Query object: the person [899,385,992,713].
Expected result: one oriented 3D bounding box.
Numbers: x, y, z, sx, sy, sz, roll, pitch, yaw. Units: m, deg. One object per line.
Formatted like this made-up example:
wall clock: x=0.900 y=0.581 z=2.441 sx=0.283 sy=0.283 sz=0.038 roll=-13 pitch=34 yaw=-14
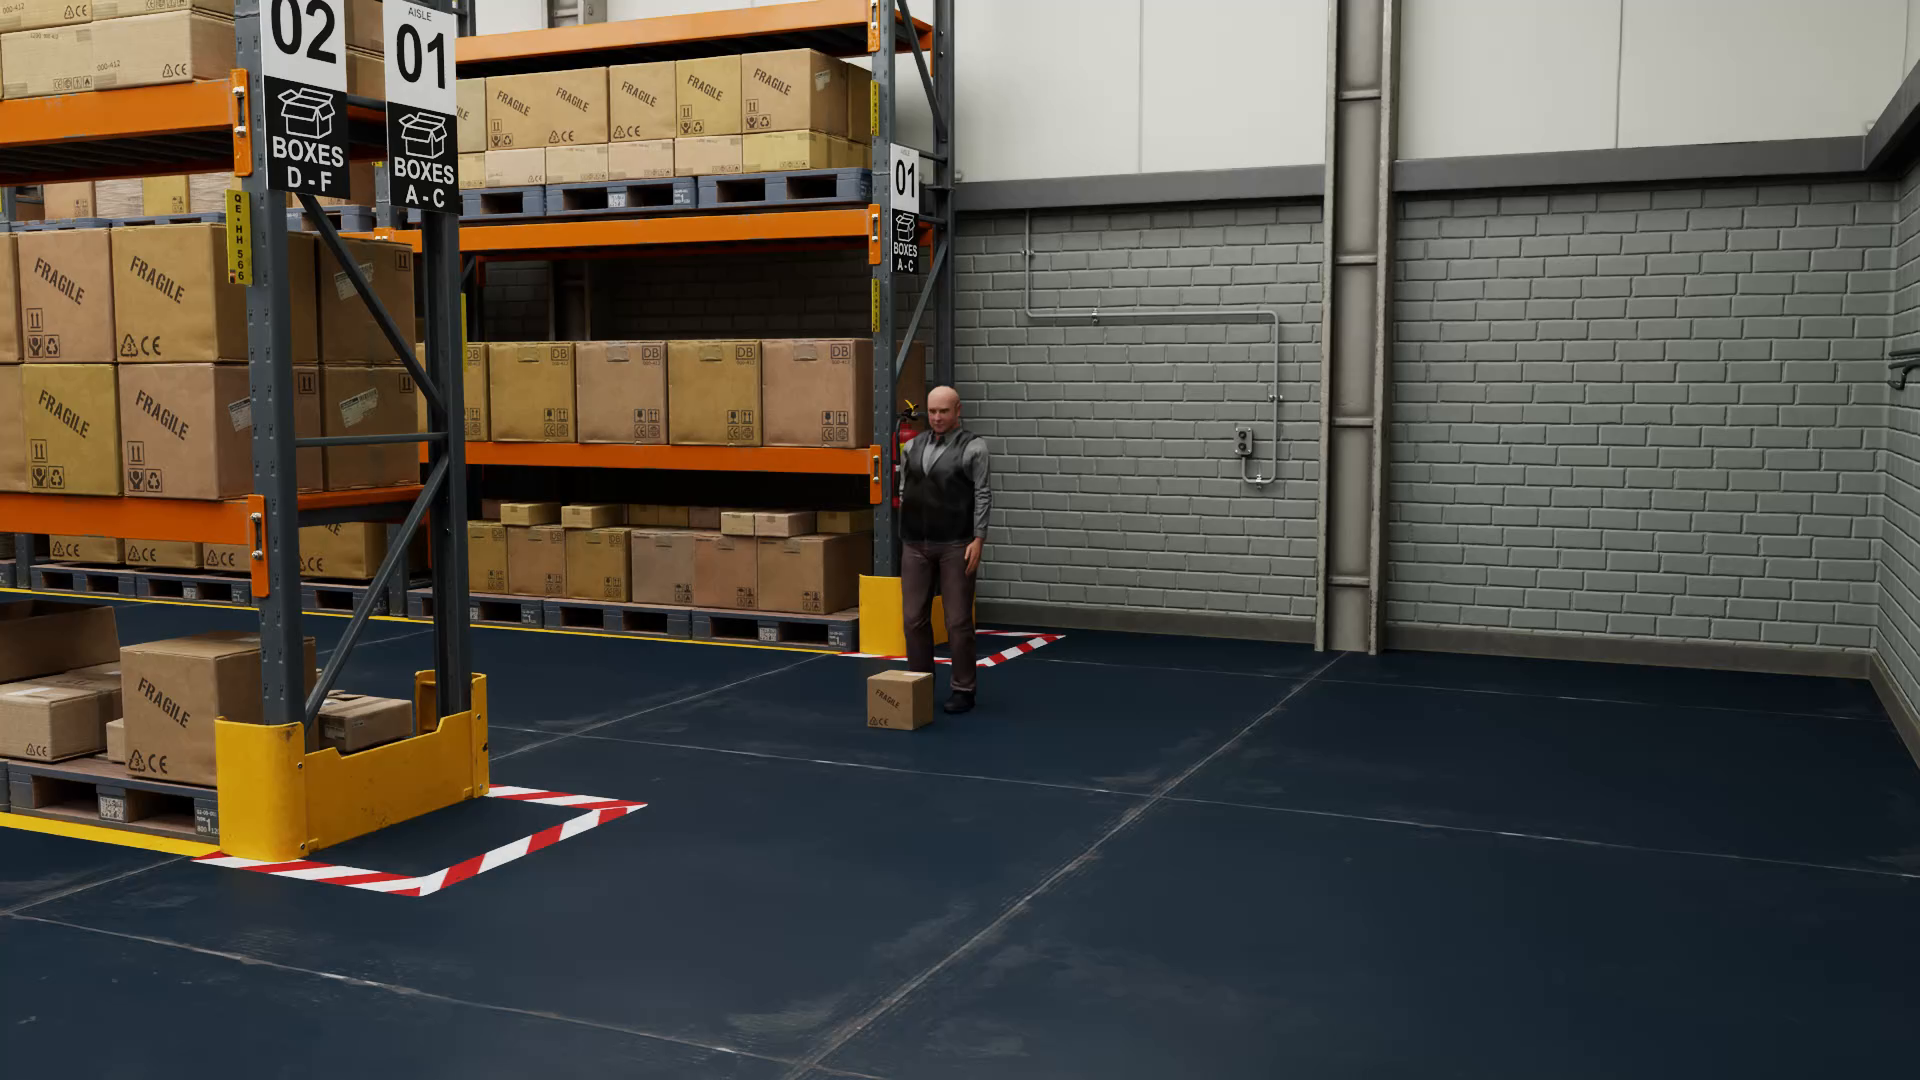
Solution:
person: x=-0.086 y=0.043 z=8.783 sx=0.534 sy=1.712 sz=0.356 roll=3 pitch=6 yaw=25
